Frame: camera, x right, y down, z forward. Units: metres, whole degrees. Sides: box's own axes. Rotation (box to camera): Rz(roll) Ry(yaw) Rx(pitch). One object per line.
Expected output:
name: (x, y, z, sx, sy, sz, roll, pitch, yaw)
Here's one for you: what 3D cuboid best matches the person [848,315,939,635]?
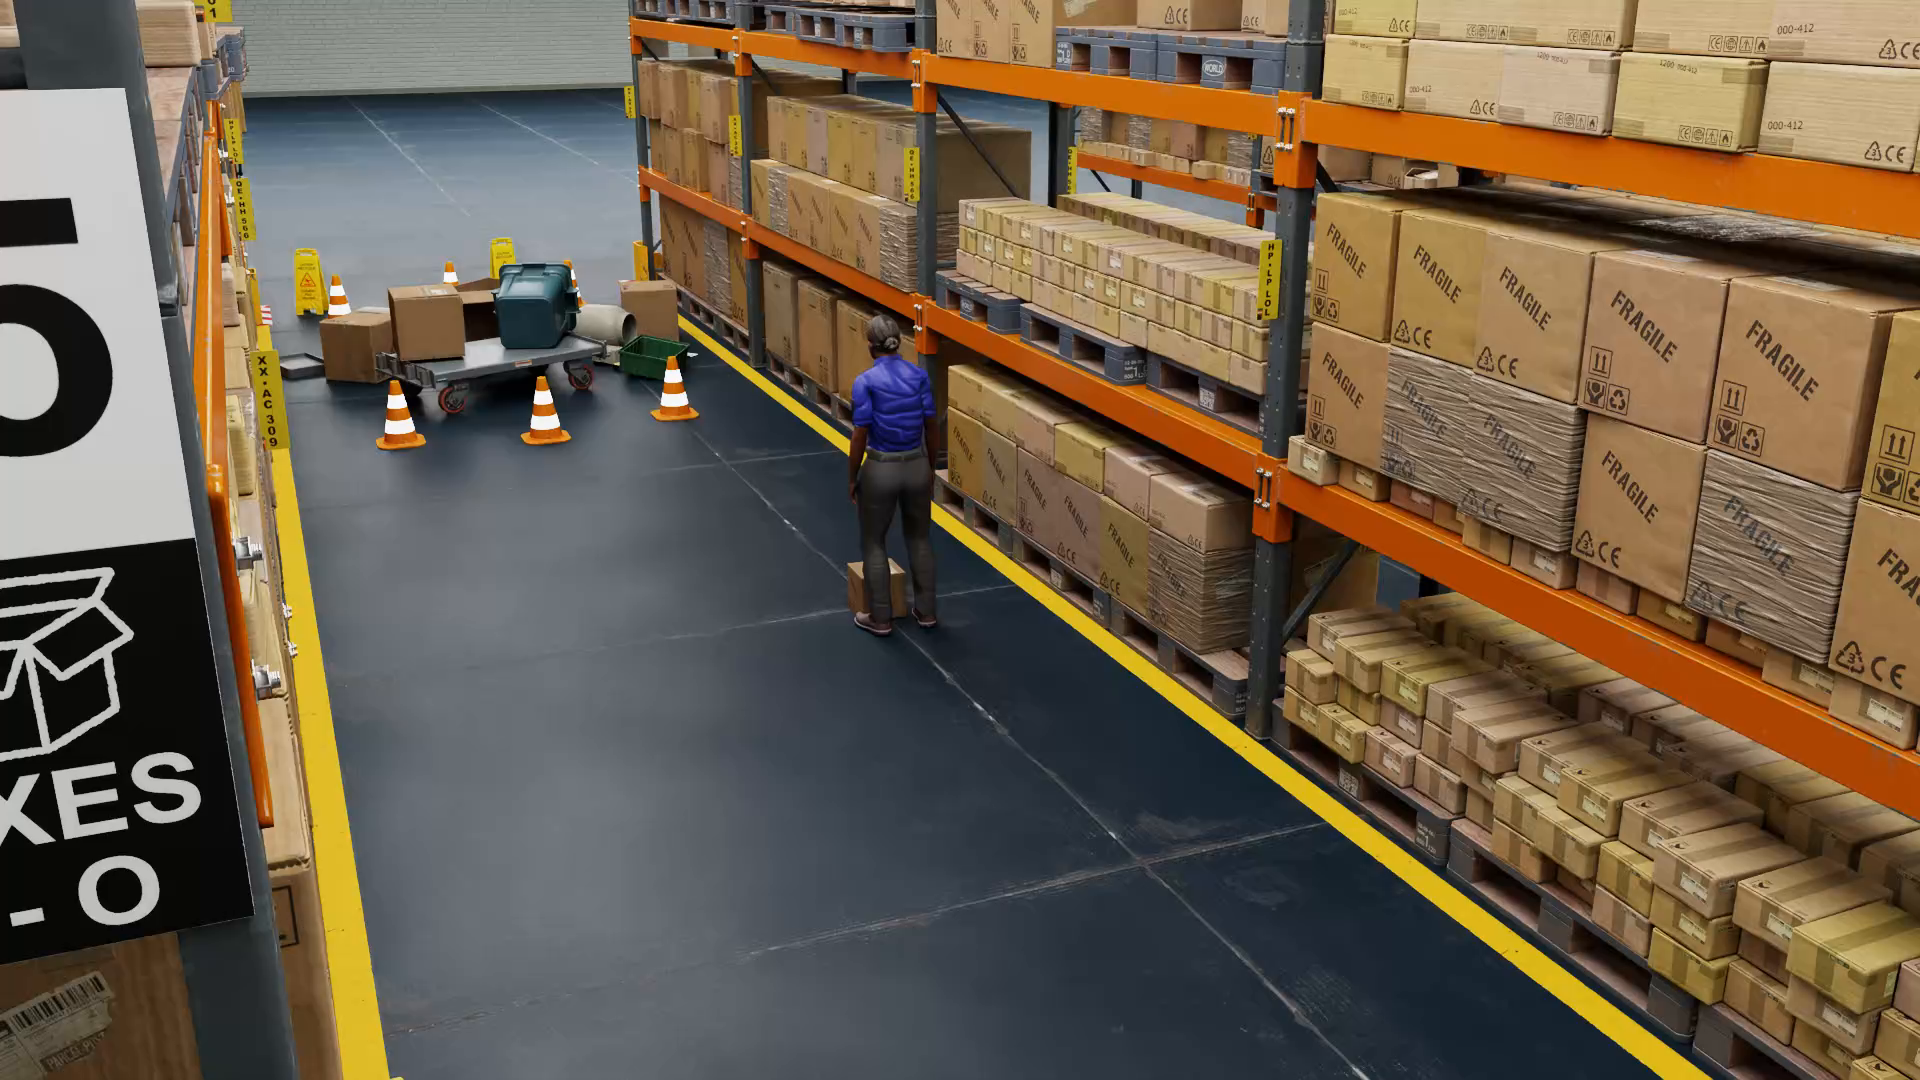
person: (-0.337, -0.327, 8.523, 0.506, 1.654, 0.346, -9, 21, -24)
